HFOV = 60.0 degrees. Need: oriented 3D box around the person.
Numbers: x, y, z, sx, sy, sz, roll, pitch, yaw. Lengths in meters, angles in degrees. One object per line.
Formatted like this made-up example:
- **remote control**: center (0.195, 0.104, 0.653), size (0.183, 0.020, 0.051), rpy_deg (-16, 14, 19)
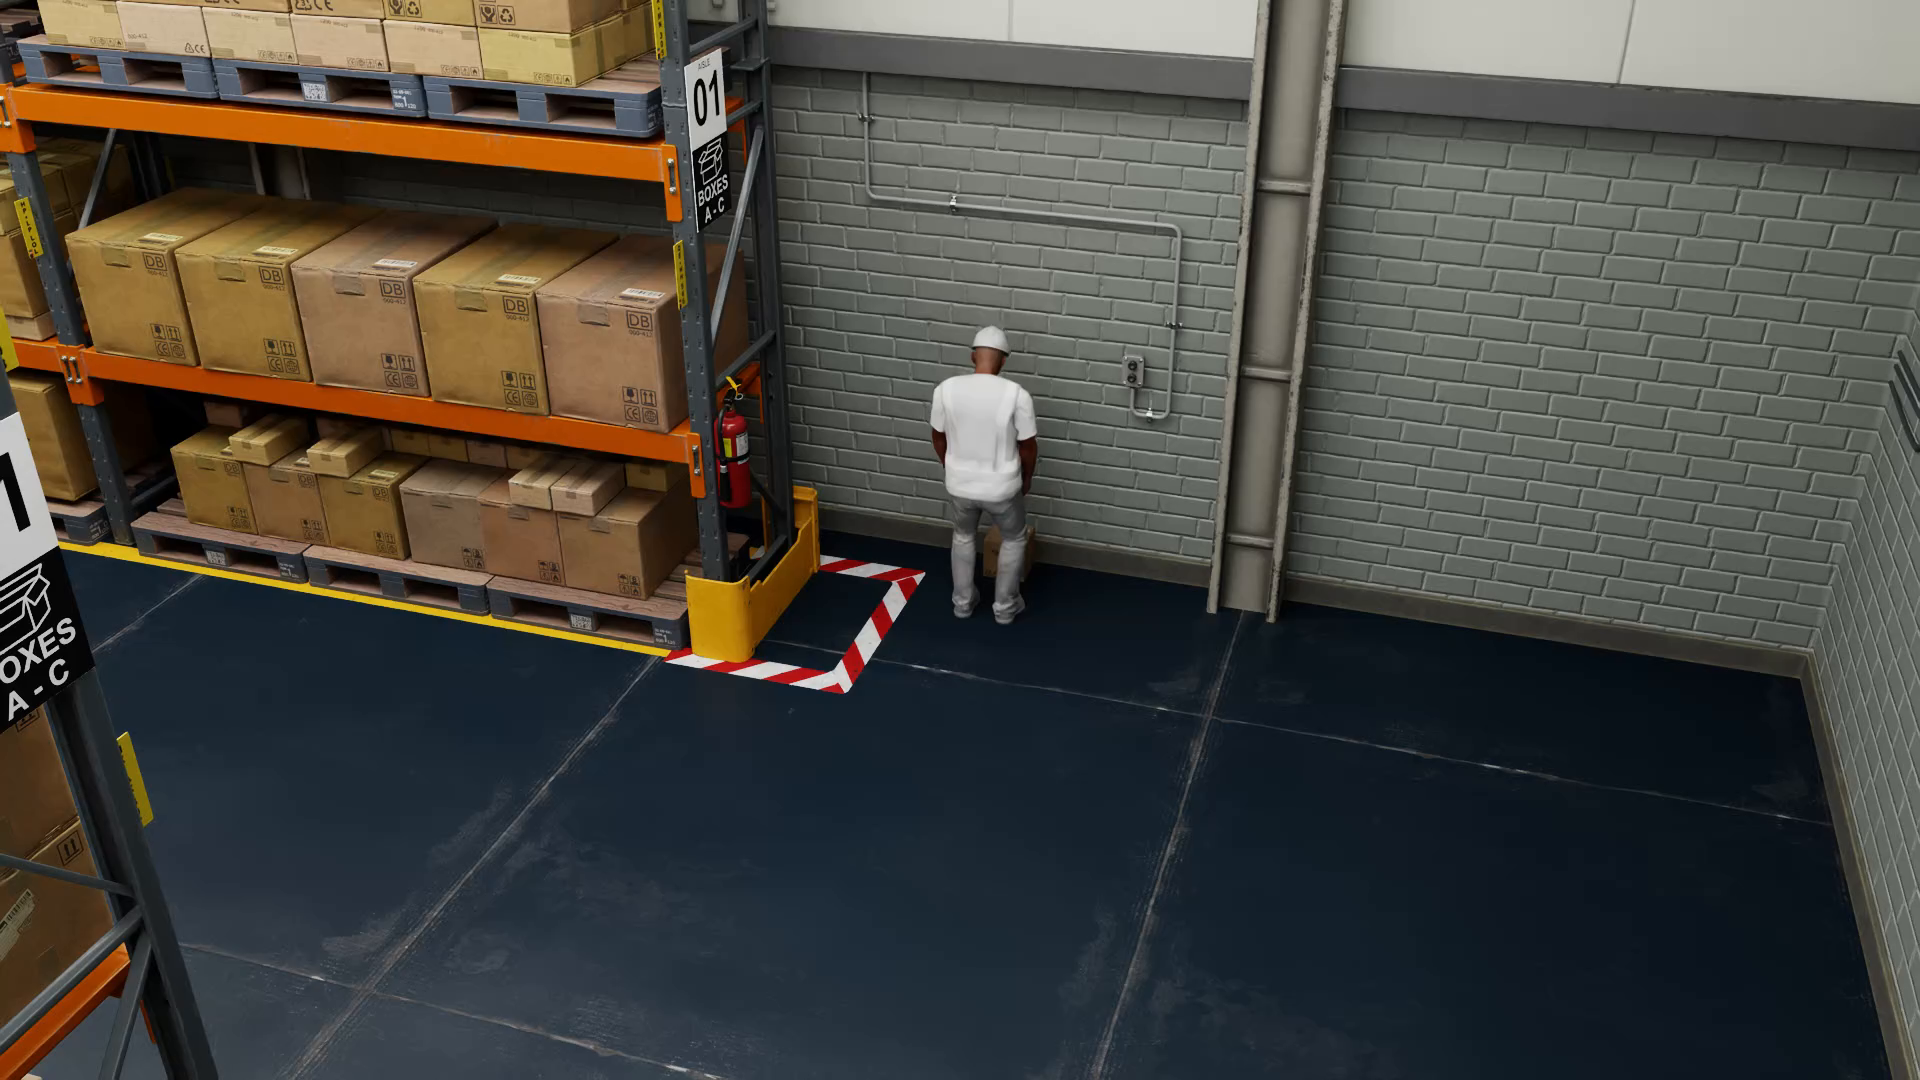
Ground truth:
- **person**: center (0.131, -0.346, 9.196), size (0.602, 1.682, 0.511), rpy_deg (9, 30, 16)
